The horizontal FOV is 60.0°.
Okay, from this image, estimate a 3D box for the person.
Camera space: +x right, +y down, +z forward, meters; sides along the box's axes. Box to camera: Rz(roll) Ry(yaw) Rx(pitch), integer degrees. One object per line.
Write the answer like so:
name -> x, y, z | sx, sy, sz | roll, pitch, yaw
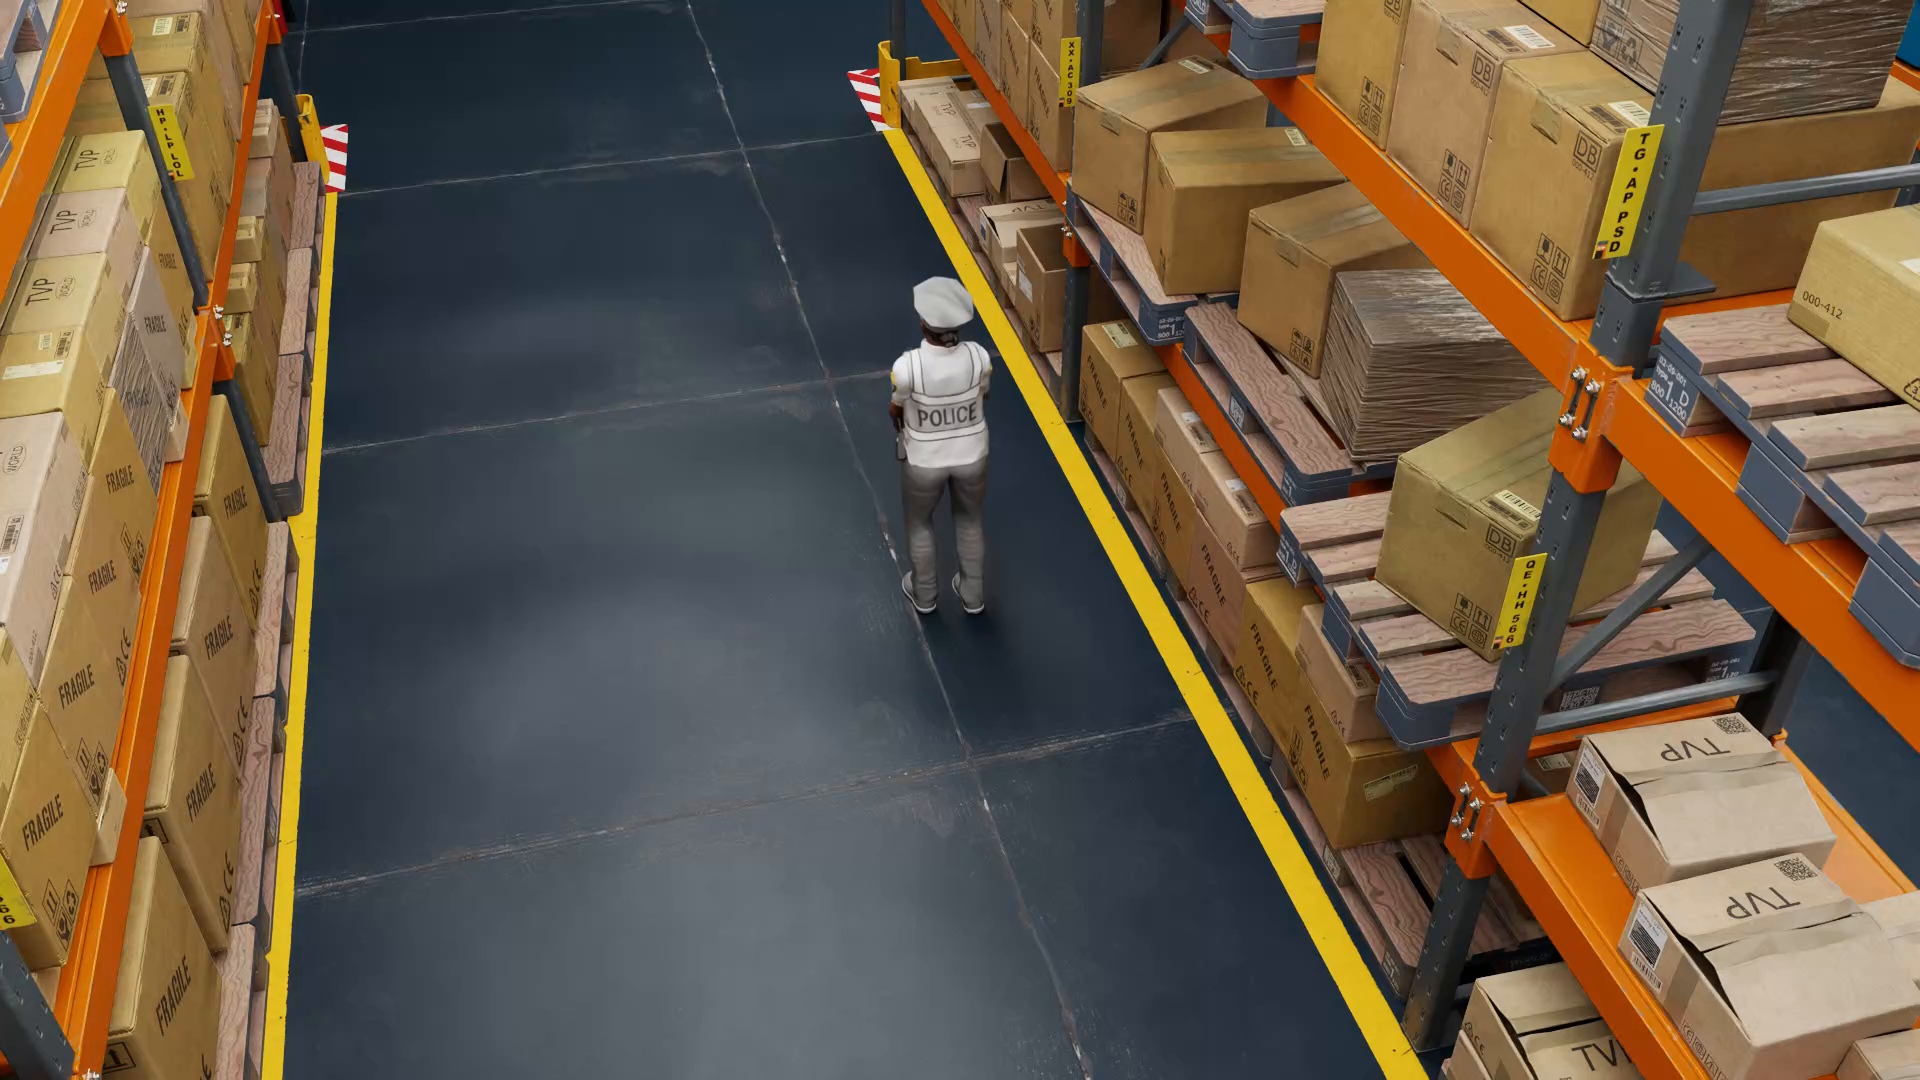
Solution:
person -> -0.094, -0.413, 7.217 | 0.441, 1.692, 0.514 | -10, 39, -12
